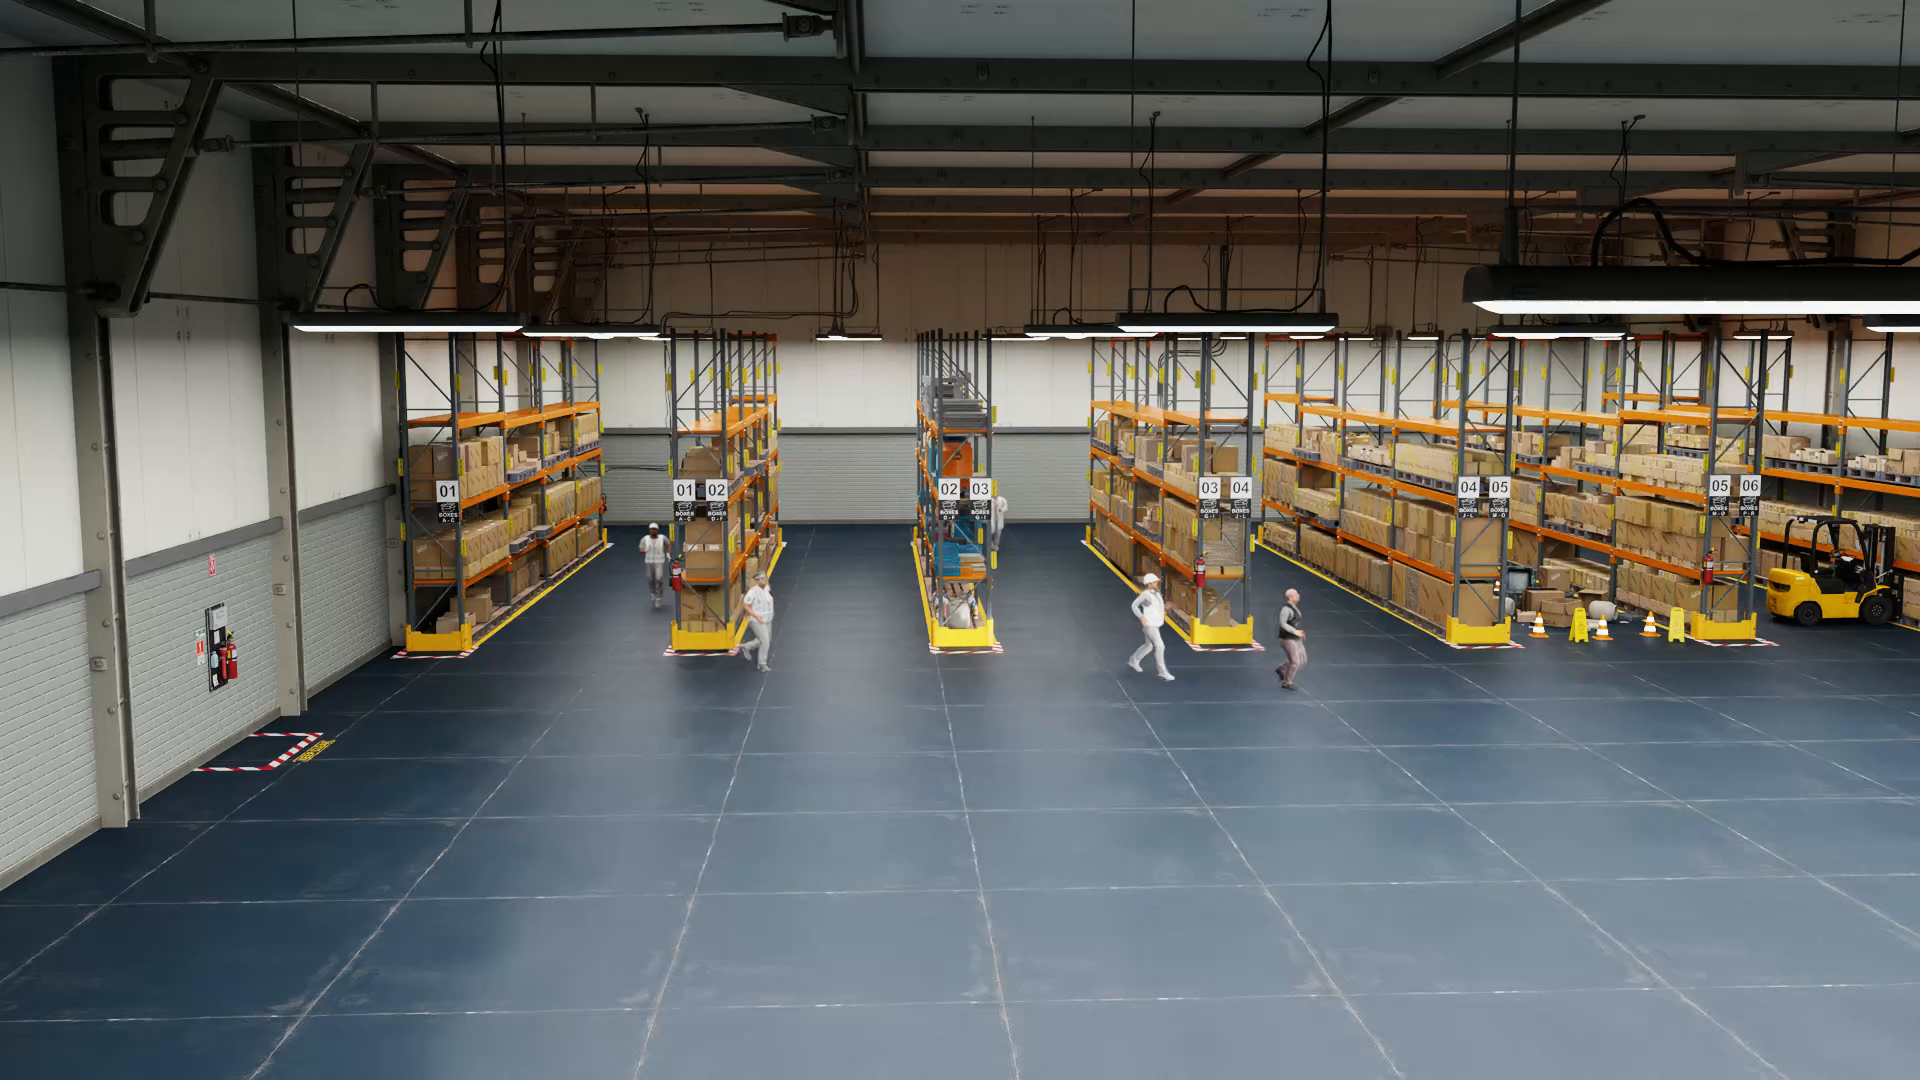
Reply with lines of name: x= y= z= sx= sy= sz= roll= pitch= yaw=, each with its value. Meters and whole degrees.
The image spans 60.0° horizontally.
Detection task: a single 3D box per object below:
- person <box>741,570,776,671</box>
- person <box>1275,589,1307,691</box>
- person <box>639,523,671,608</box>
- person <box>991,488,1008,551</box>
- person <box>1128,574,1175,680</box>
person: x=-3.587 y=1.410 z=29.357 sx=0.729 sy=1.795 sz=0.672 roll=4 pitch=8 yaw=32
person: x=5.474 y=1.648 z=27.544 sx=0.573 sy=1.688 sz=0.666 roll=4 pitch=8 yaw=30
person: x=-6.691 y=0.526 z=36.439 sx=0.668 sy=1.814 sz=0.903 roll=0 pitch=7 yaw=-2
person: x=0.975 y=-0.562 z=45.896 sx=0.681 sy=1.760 sz=0.723 roll=-1 pitch=7 yaw=-7
person: x=3.287 y=1.466 z=28.517 sx=0.917 sy=1.788 sz=0.645 roll=4 pitch=8 yaw=28
